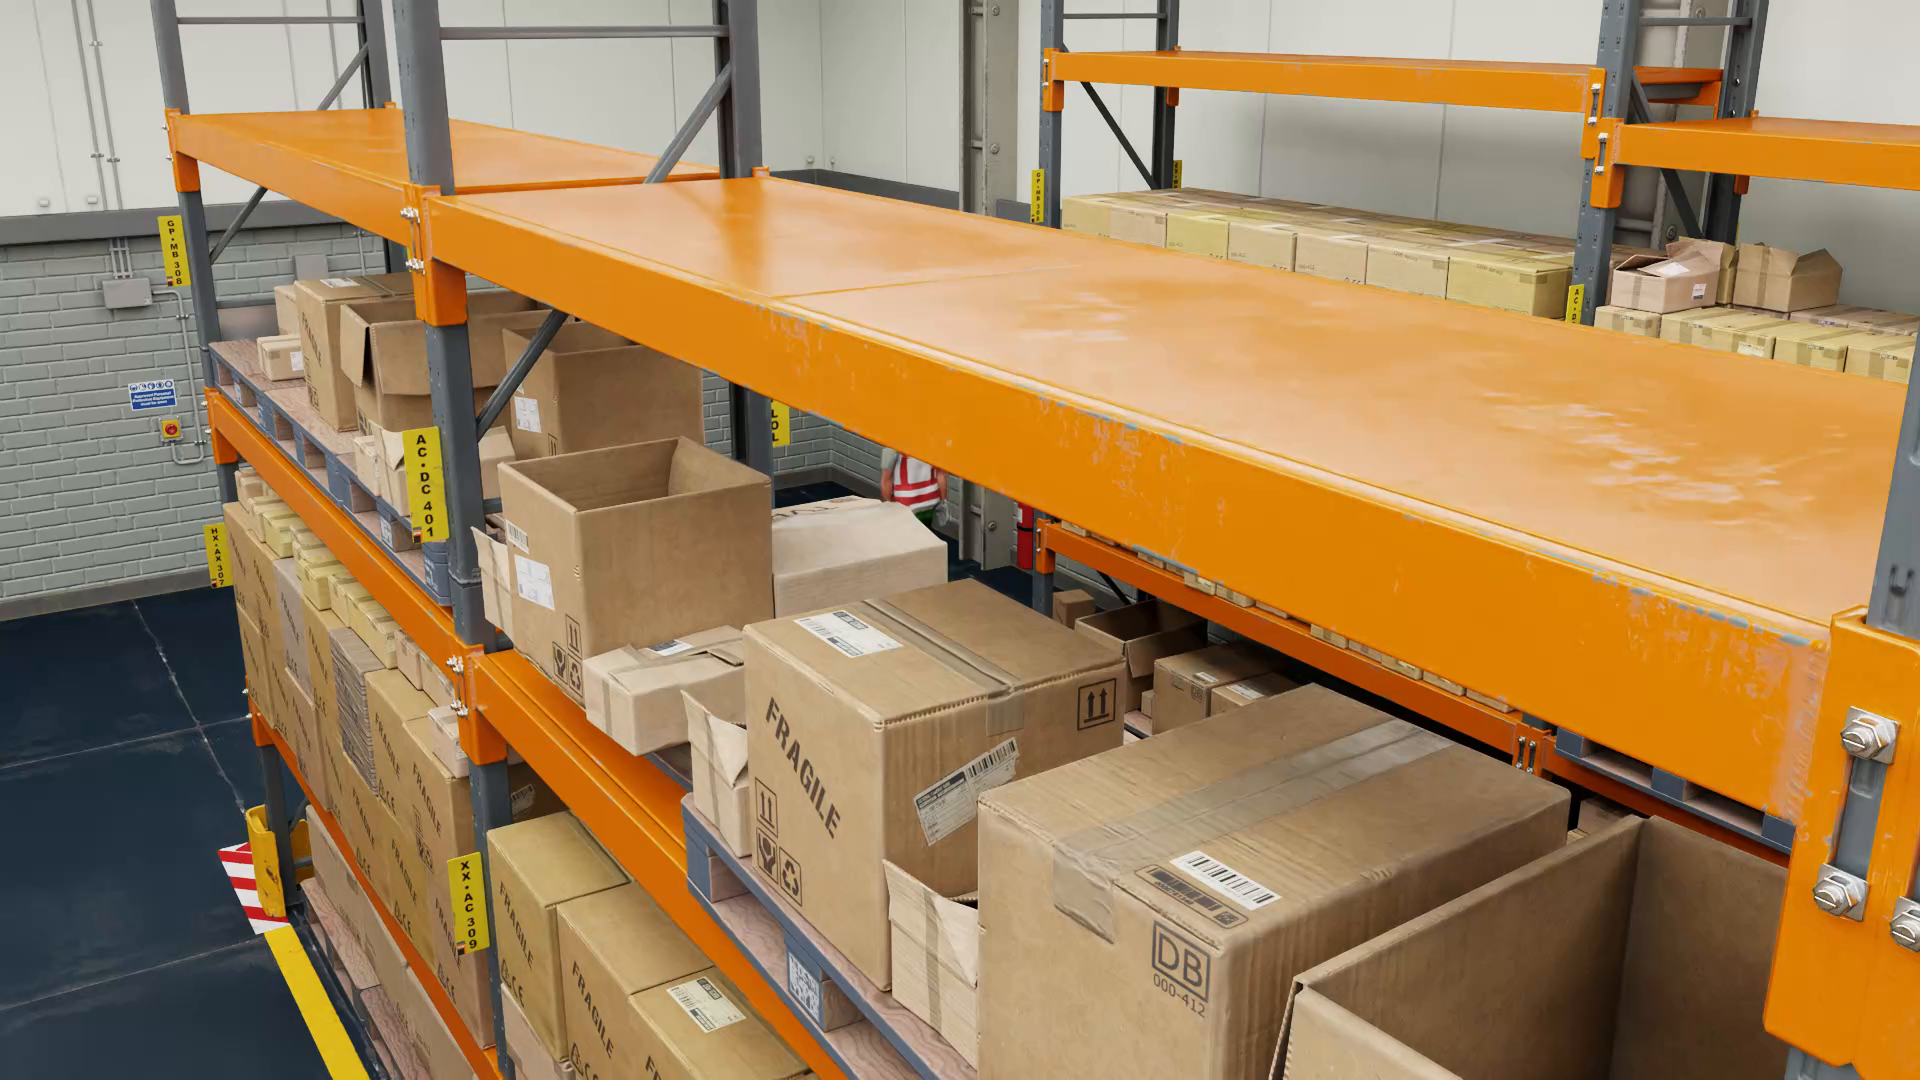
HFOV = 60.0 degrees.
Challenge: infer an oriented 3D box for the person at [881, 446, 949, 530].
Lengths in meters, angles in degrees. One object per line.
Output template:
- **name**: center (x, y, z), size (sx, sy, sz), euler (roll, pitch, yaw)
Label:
- **person**: center (-0.336, -0.261, 12.800), size (0.542, 1.763, 0.911), euler (-11, 21, -31)
